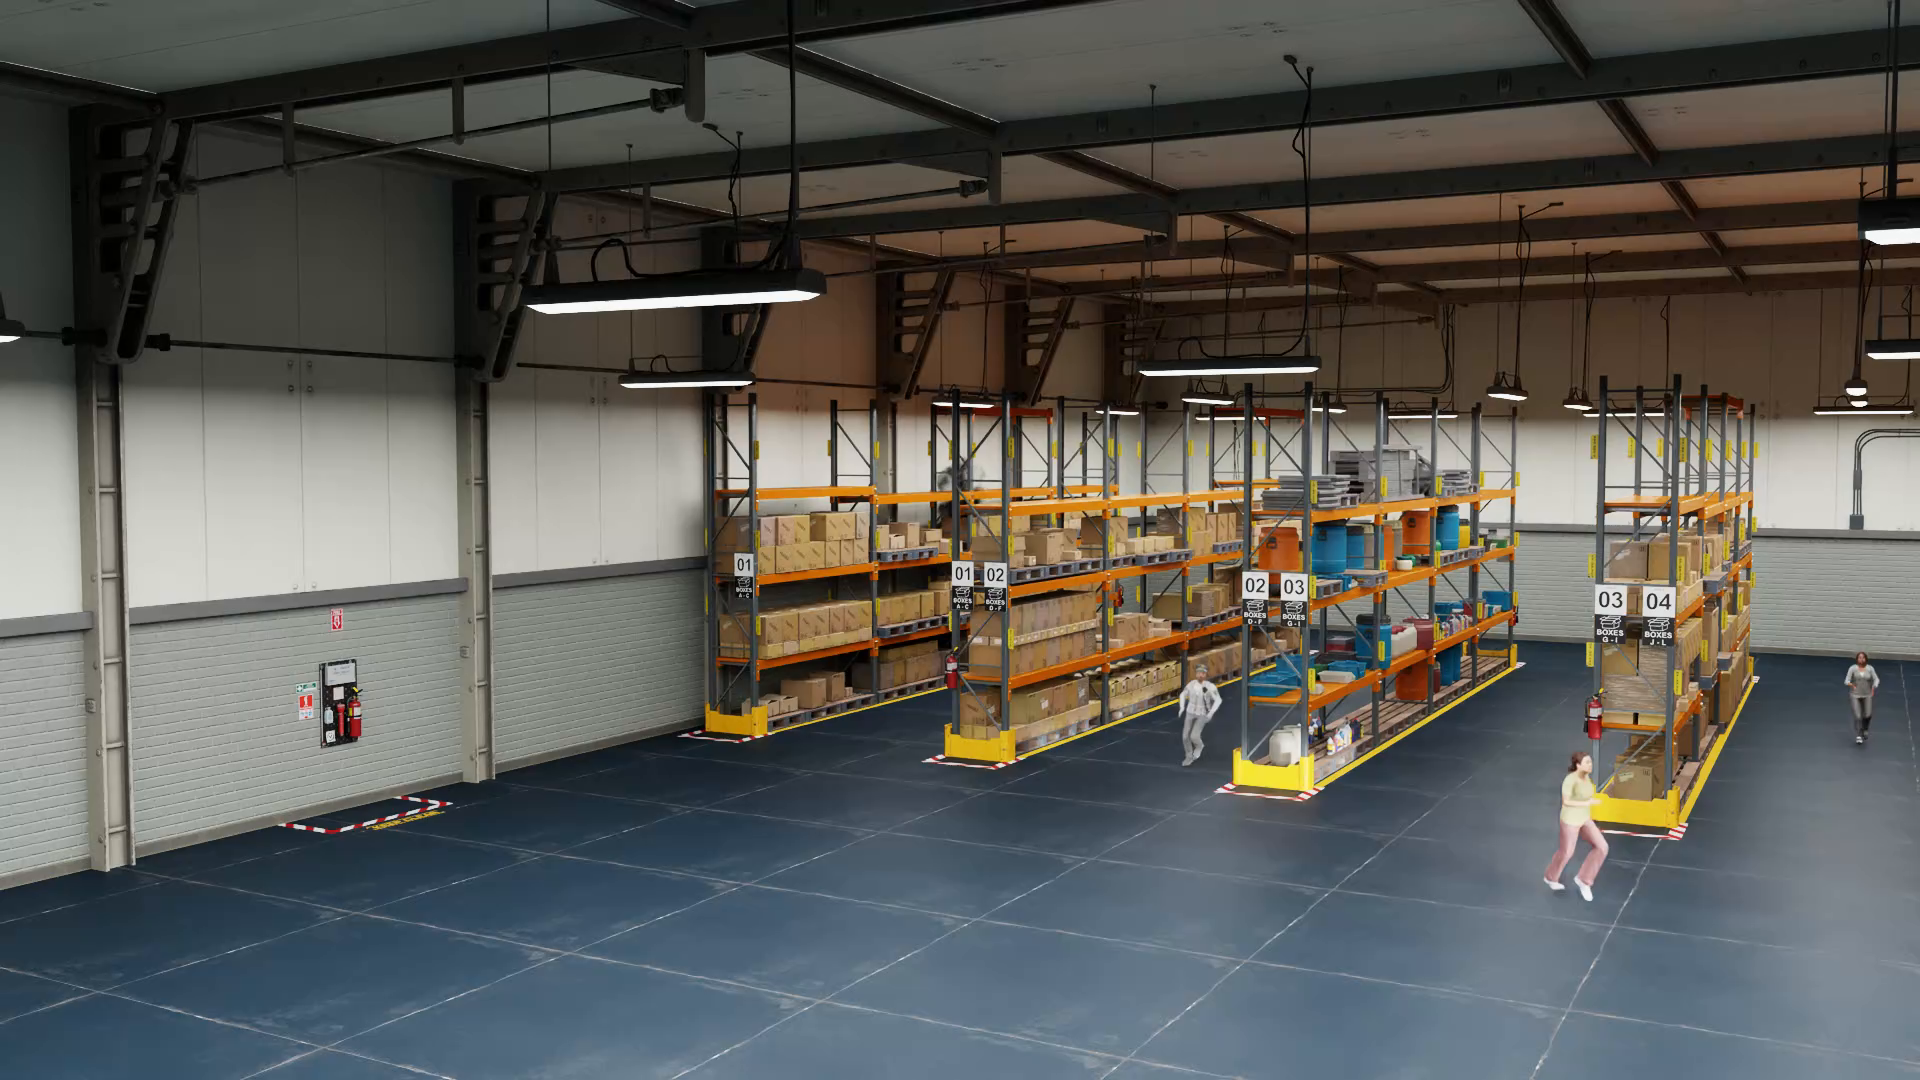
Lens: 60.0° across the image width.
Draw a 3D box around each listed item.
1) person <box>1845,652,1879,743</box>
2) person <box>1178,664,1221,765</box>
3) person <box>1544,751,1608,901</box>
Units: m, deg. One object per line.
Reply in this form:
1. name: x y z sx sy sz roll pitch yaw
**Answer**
1. person: 15.354 2.695 28.312 0.525 1.536 0.532 1 3 26
2. person: 3.770 2.779 26.357 0.670 1.649 0.497 2 4 31
3. person: 6.852 3.168 18.564 0.602 1.658 0.793 -2 4 -34
